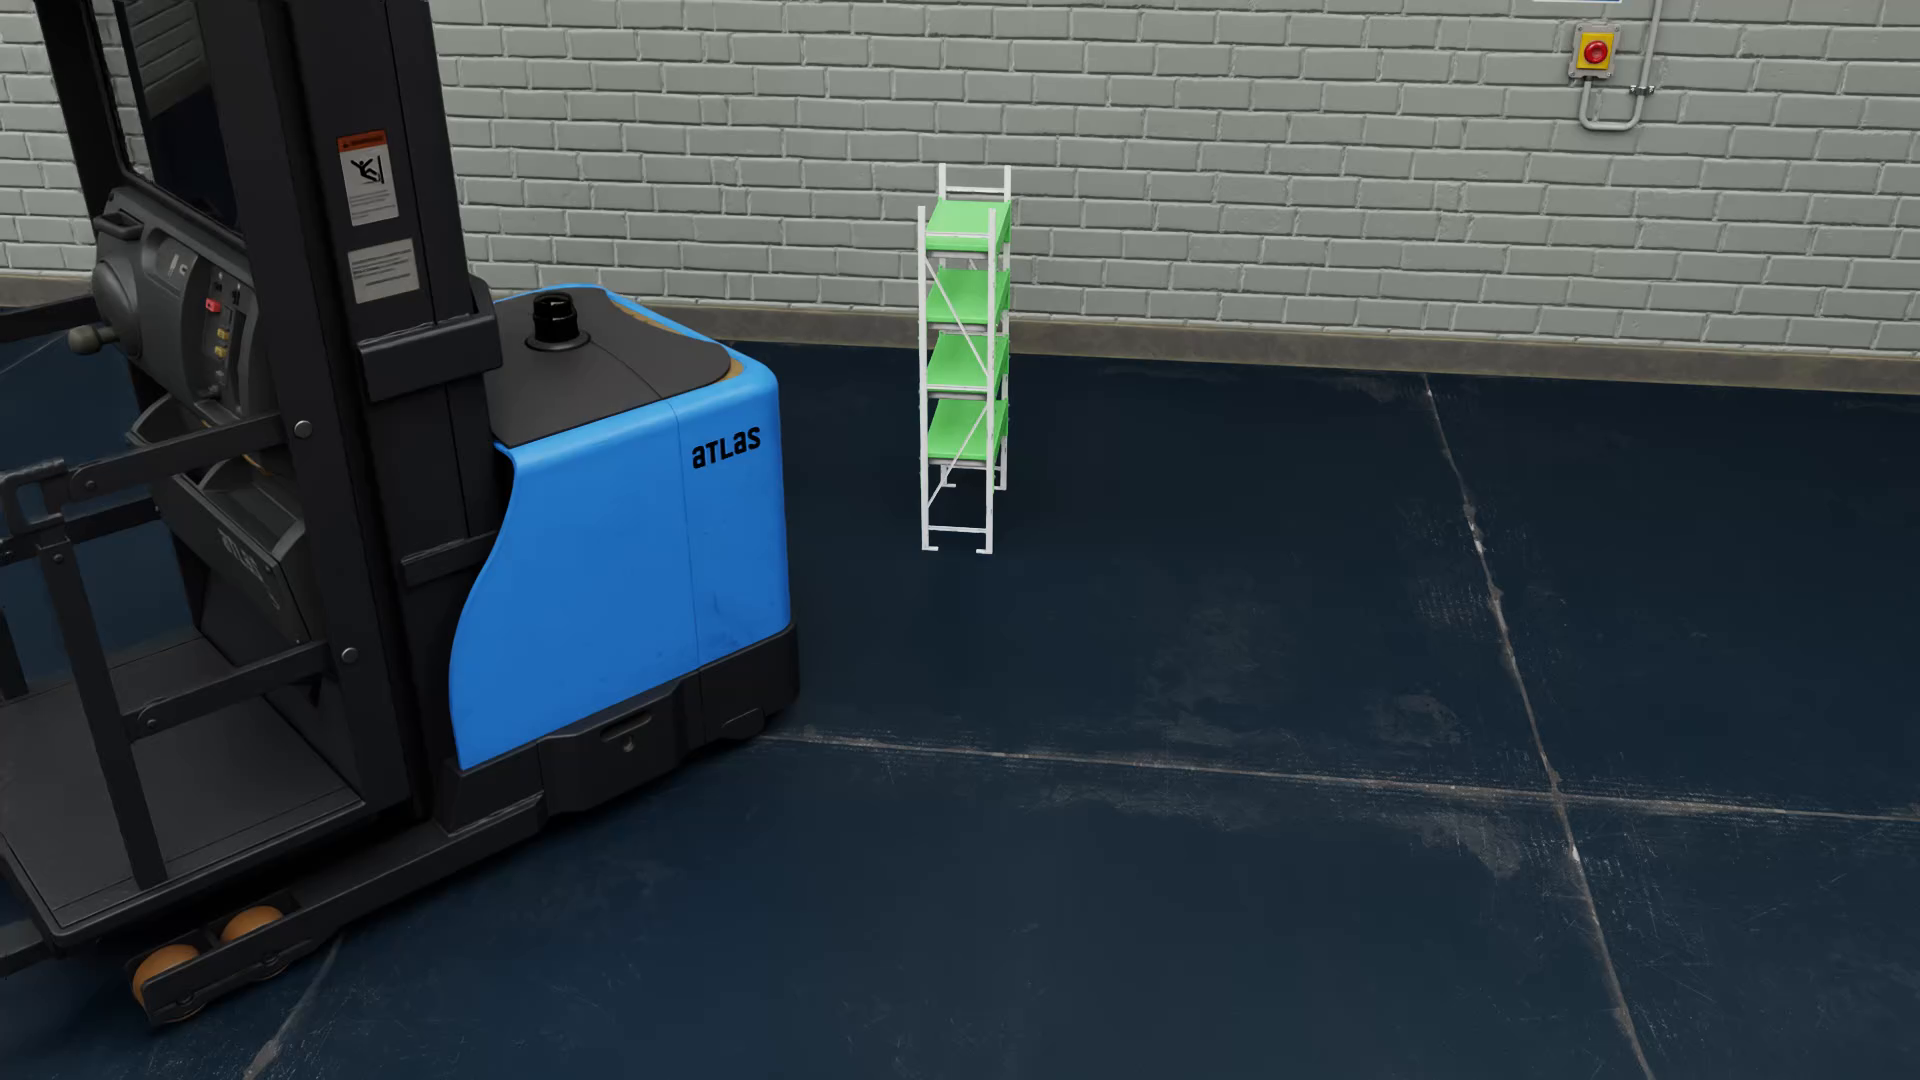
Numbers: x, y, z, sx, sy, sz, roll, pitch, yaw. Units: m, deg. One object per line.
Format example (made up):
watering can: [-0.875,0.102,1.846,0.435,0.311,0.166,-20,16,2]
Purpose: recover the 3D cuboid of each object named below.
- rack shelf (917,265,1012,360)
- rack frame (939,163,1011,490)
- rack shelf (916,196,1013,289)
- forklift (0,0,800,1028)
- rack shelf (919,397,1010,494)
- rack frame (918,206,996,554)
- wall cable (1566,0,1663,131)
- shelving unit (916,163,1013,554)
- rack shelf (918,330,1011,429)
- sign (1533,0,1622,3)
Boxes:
rack shelf: [0.020,-0.761,5.527,0.258,0.148,0.480,3,28,6]
rack frame: [0.050,-0.721,5.823,0.240,1.200,0.015,3,28,6]
rack shelf: [0.020,-0.972,5.413,0.258,0.148,0.480,3,28,6]
forklift: [-1.890,-0.489,3.567,3.031,2.935,1.130,-23,36,-36]
rack shelf: [0.020,-0.339,5.754,0.258,0.148,0.480,3,28,6]
rack frame: [-0.010,-0.491,5.397,0.240,1.200,0.015,3,28,6]
wall cable: [2.390,-2.454,6.038,0.585,1.953,0.123,3,28,6]
shelving unit: [0.020,-0.606,5.610,0.258,1.200,0.503,3,28,6]
rack shelf: [0.020,-0.550,5.640,0.258,0.148,0.480,3,28,6]
sign: [2.349,-2.144,6.281,0.327,0.218,0.001,3,28,6]
